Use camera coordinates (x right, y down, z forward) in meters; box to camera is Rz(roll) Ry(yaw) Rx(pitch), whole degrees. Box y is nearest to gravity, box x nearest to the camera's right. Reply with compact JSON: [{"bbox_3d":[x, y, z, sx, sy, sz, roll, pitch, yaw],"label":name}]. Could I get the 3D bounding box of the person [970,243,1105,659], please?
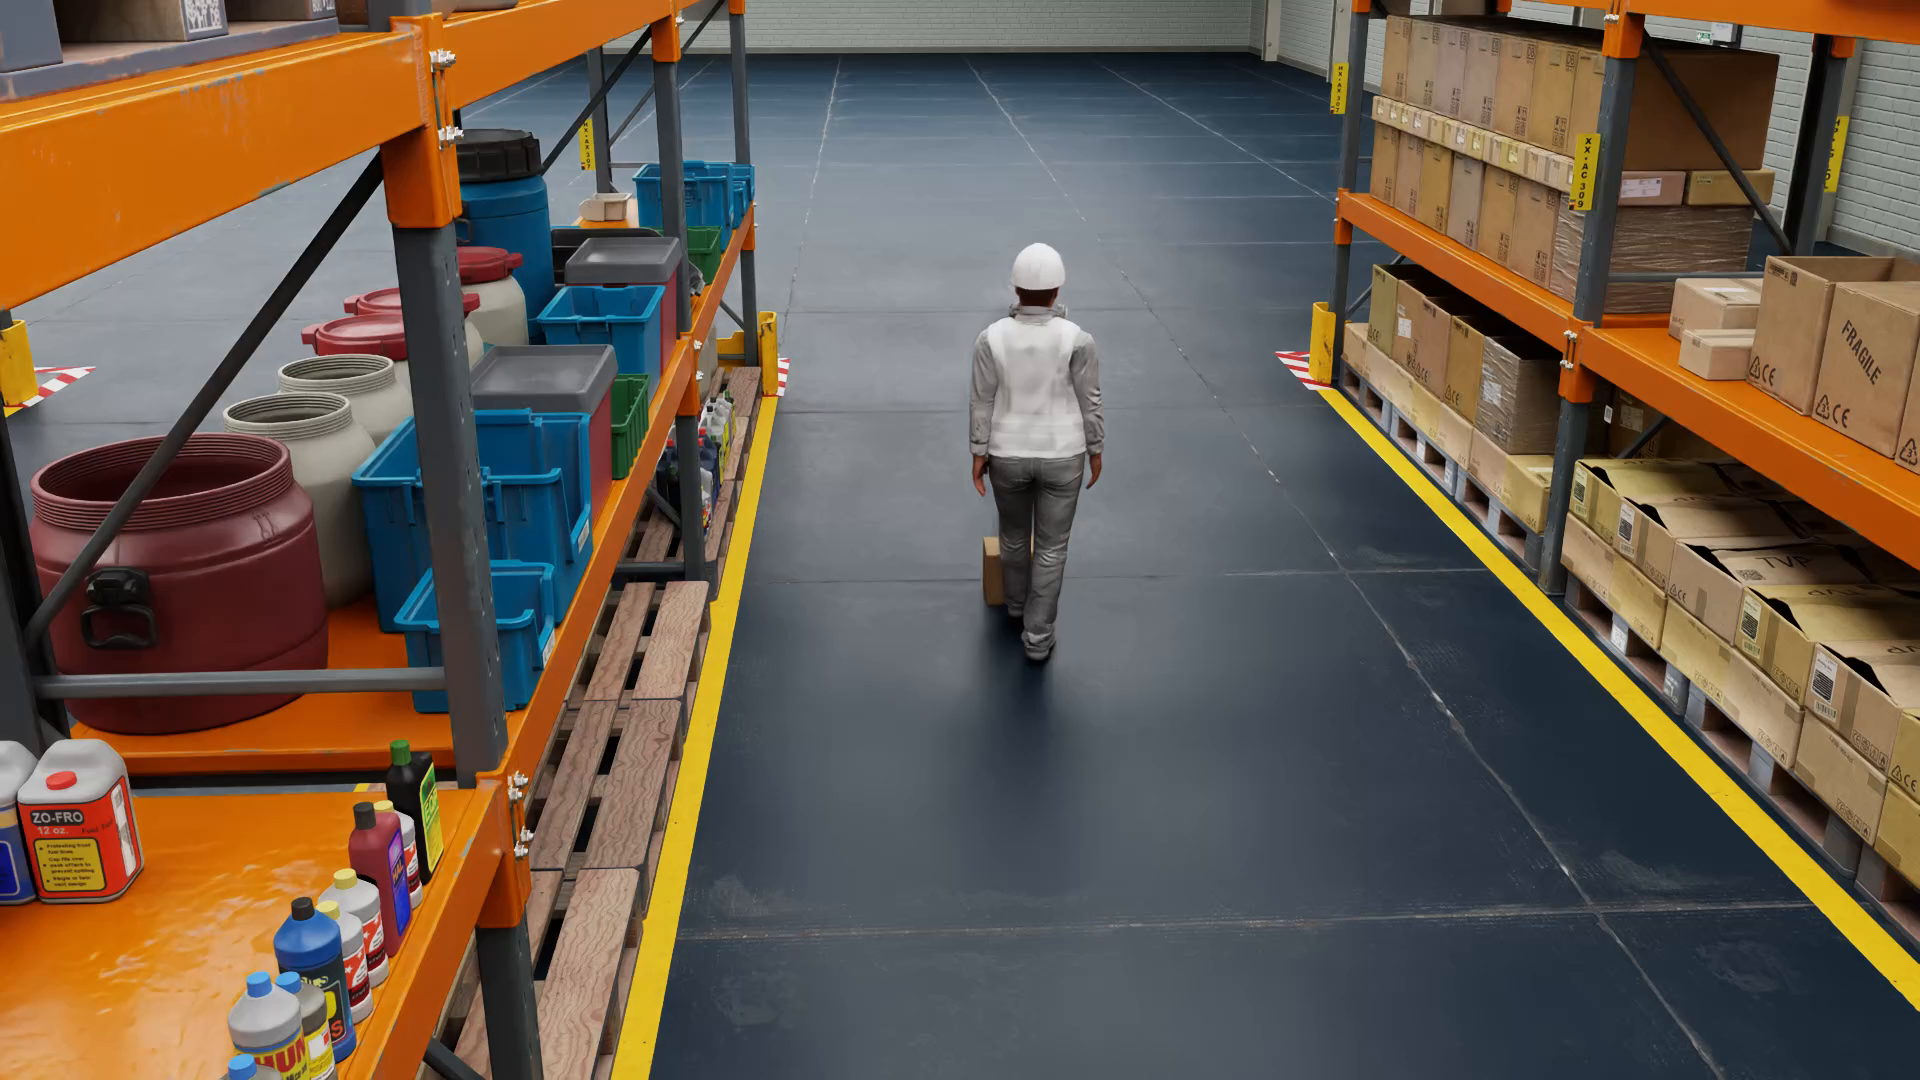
[{"bbox_3d":[0.362,-0.425,7.165,0.556,1.761,0.748,5,21,12],"label":"person"}]
